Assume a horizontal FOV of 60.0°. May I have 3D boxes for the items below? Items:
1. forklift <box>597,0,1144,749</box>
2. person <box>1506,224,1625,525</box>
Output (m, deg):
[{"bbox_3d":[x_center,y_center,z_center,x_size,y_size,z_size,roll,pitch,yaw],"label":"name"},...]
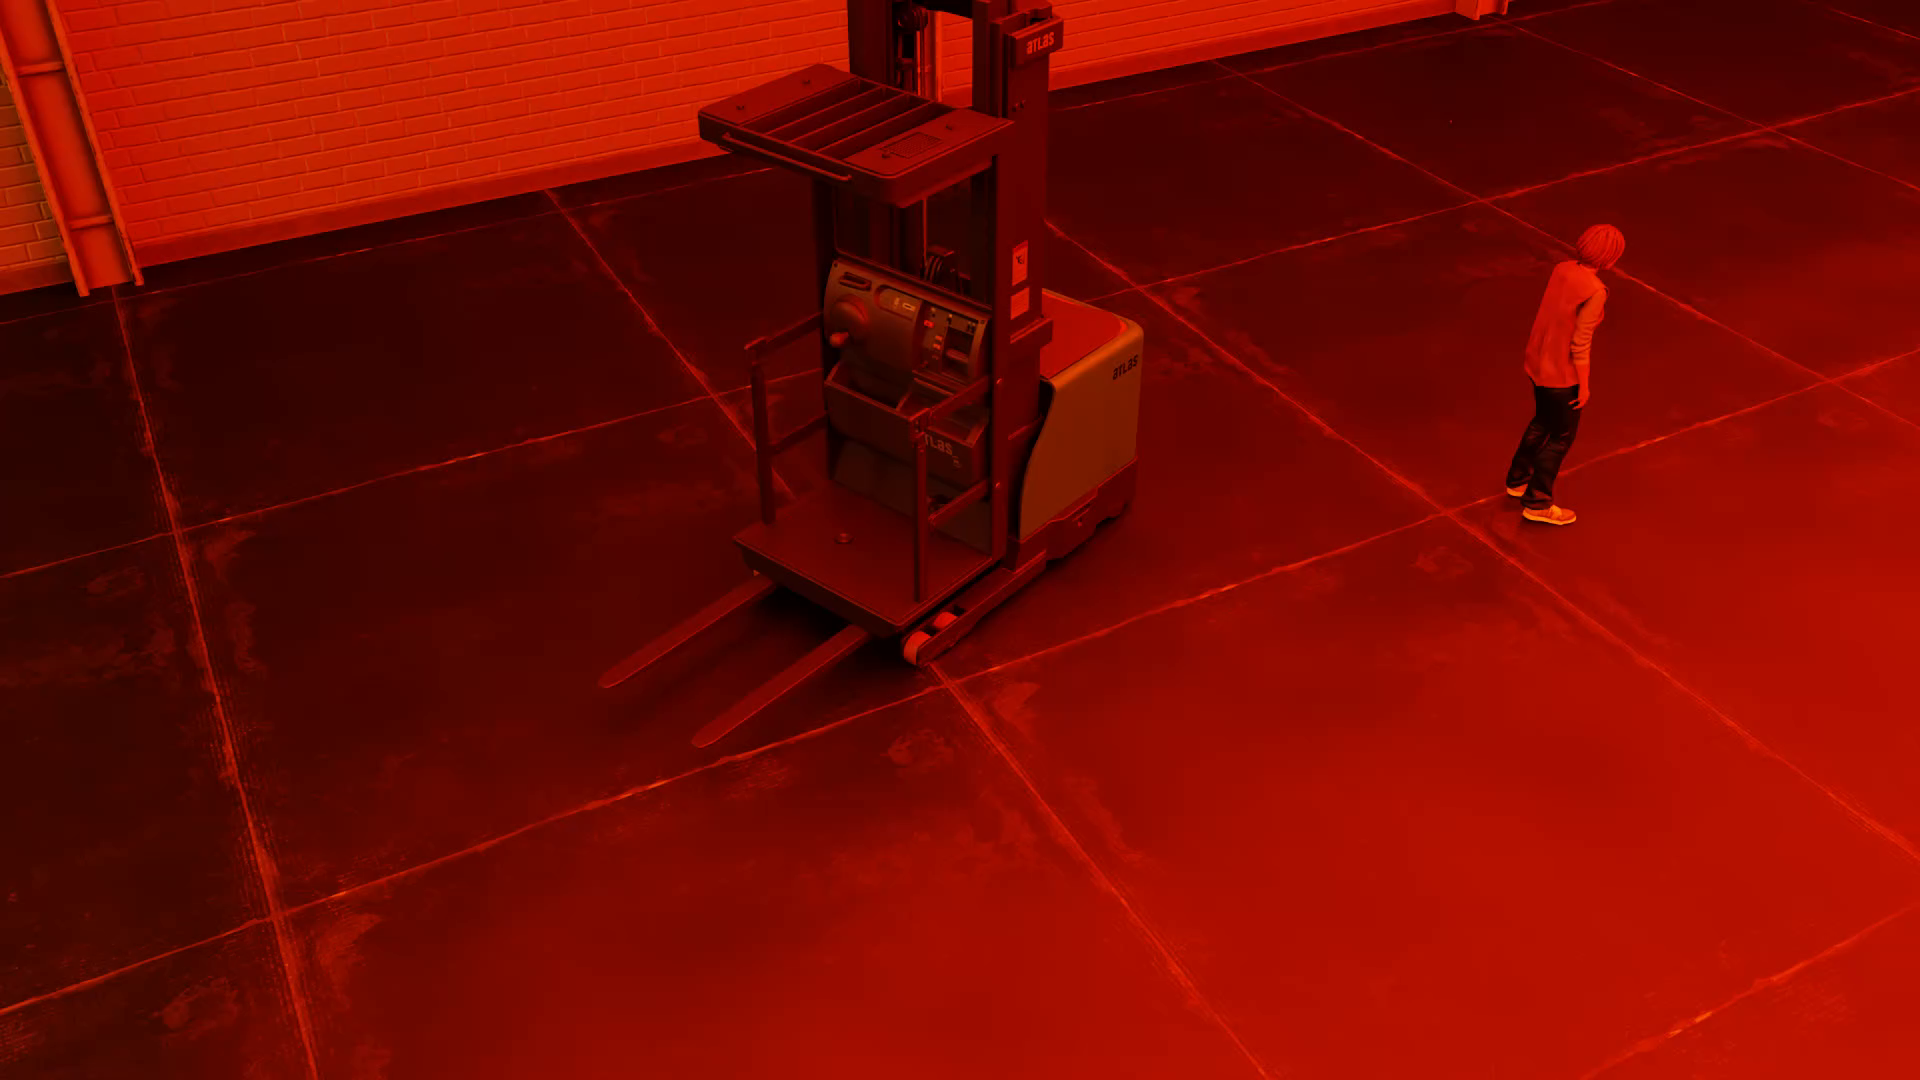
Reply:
[{"bbox_3d":[-0.390,-0.927,7.434,1.130,2.935,3.031,26,43,31],"label":"forklift"},{"bbox_3d":[3.069,-0.852,8.491,0.345,1.591,0.477,-5,36,-7],"label":"person"}]
